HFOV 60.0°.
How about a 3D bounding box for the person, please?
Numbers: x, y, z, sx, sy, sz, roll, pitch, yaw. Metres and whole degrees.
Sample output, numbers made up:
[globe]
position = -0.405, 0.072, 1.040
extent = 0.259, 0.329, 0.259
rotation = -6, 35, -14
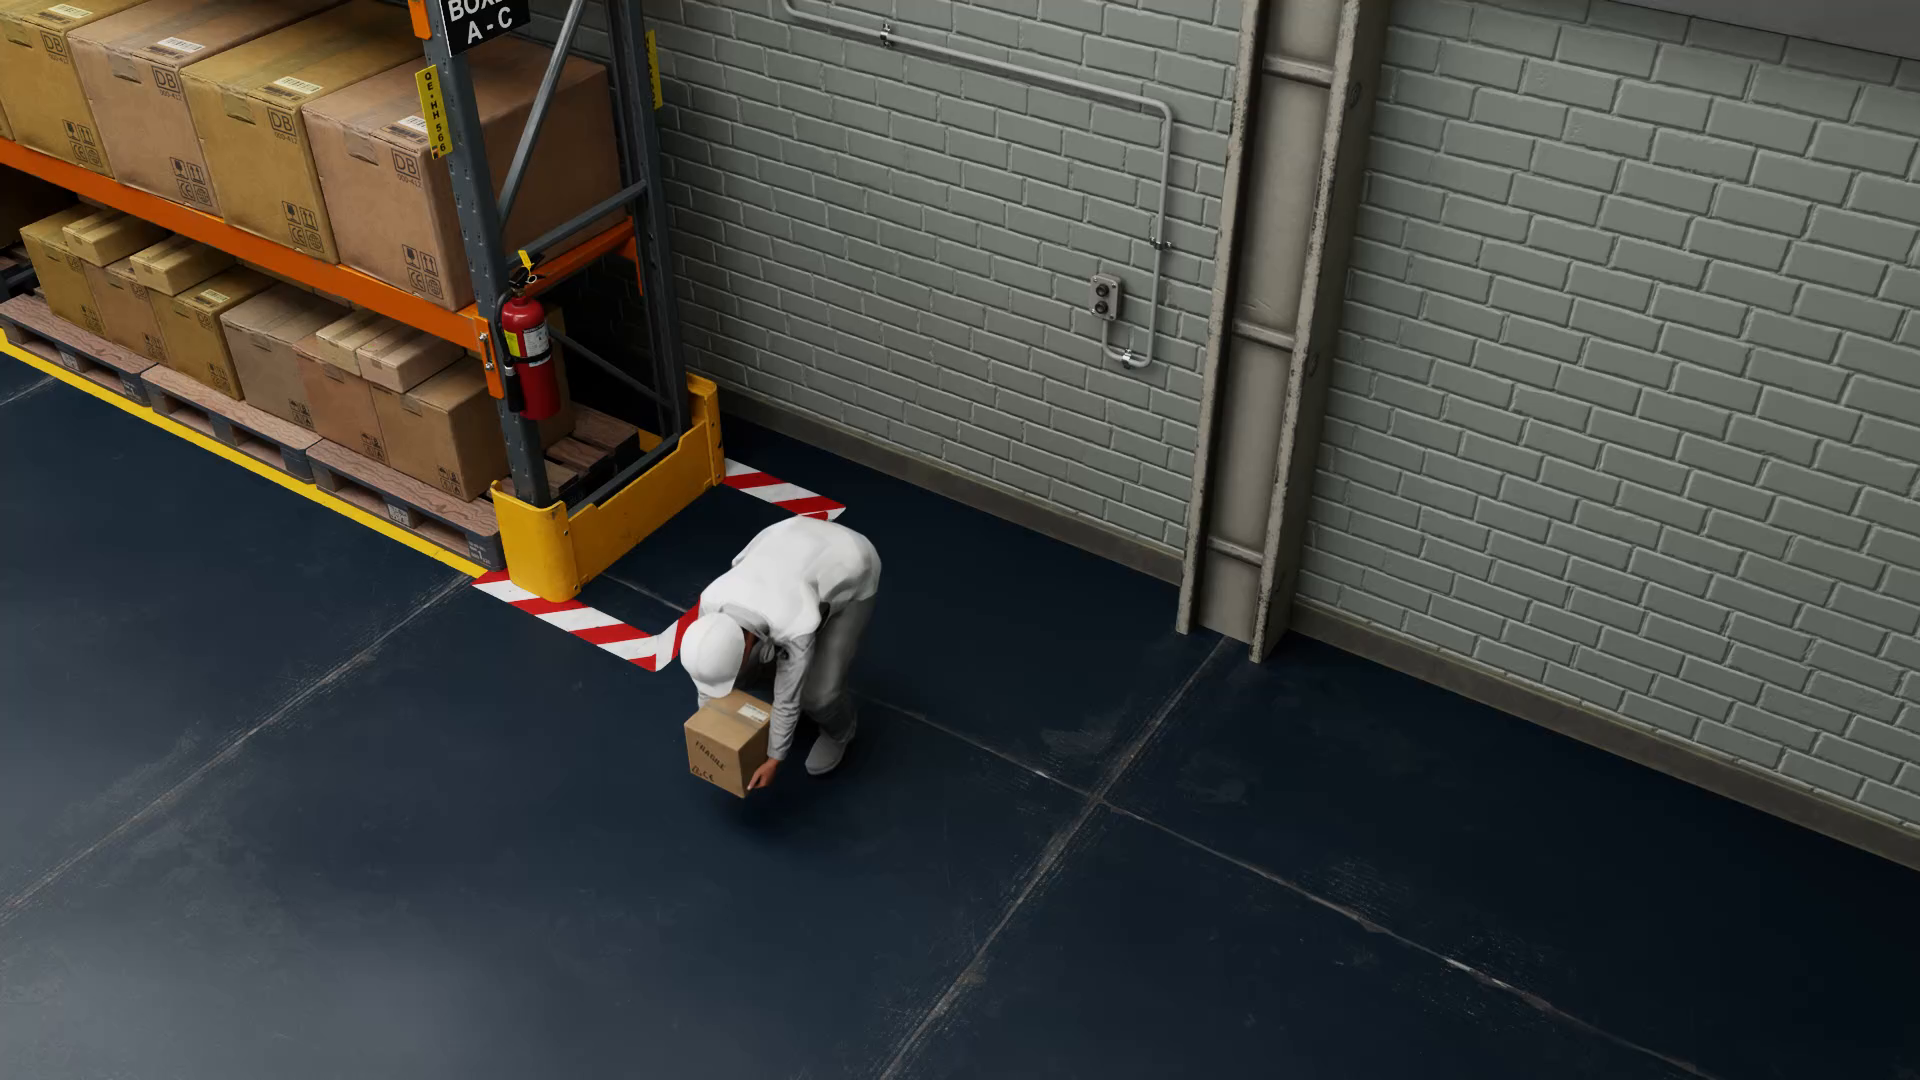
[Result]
[person]
position = -0.669, 0.468, 6.153
extent = 0.501, 1.012, 0.996
rotation = 19, 42, 23
